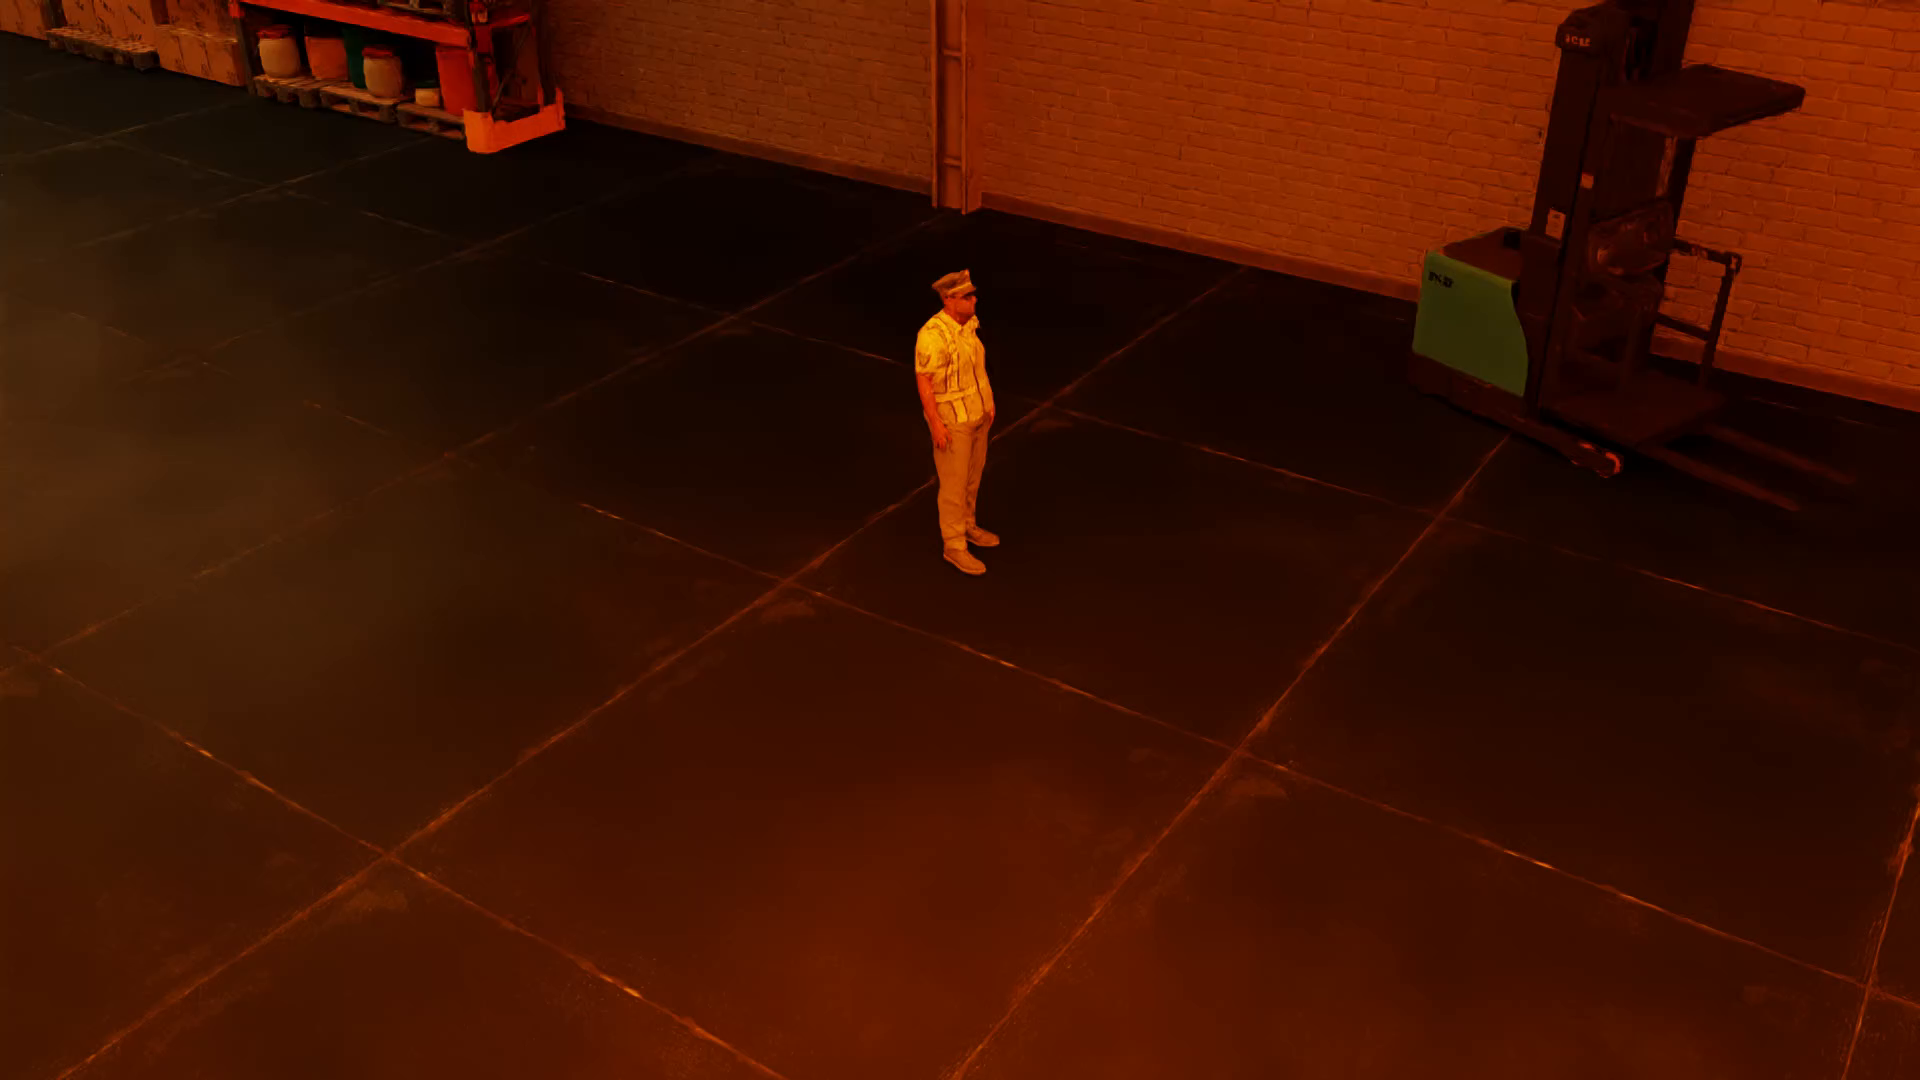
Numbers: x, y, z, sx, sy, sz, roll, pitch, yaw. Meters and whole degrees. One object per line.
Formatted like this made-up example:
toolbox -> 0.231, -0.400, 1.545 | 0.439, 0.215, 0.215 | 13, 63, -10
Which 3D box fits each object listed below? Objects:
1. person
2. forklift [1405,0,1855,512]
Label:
person -> 0.058, -0.751, 10.002 | 0.574, 1.781, 0.640 | 19, 35, 29
forklift -> 4.604, -1.966, 10.967 | 1.130, 2.935, 3.031 | -20, 36, -31
